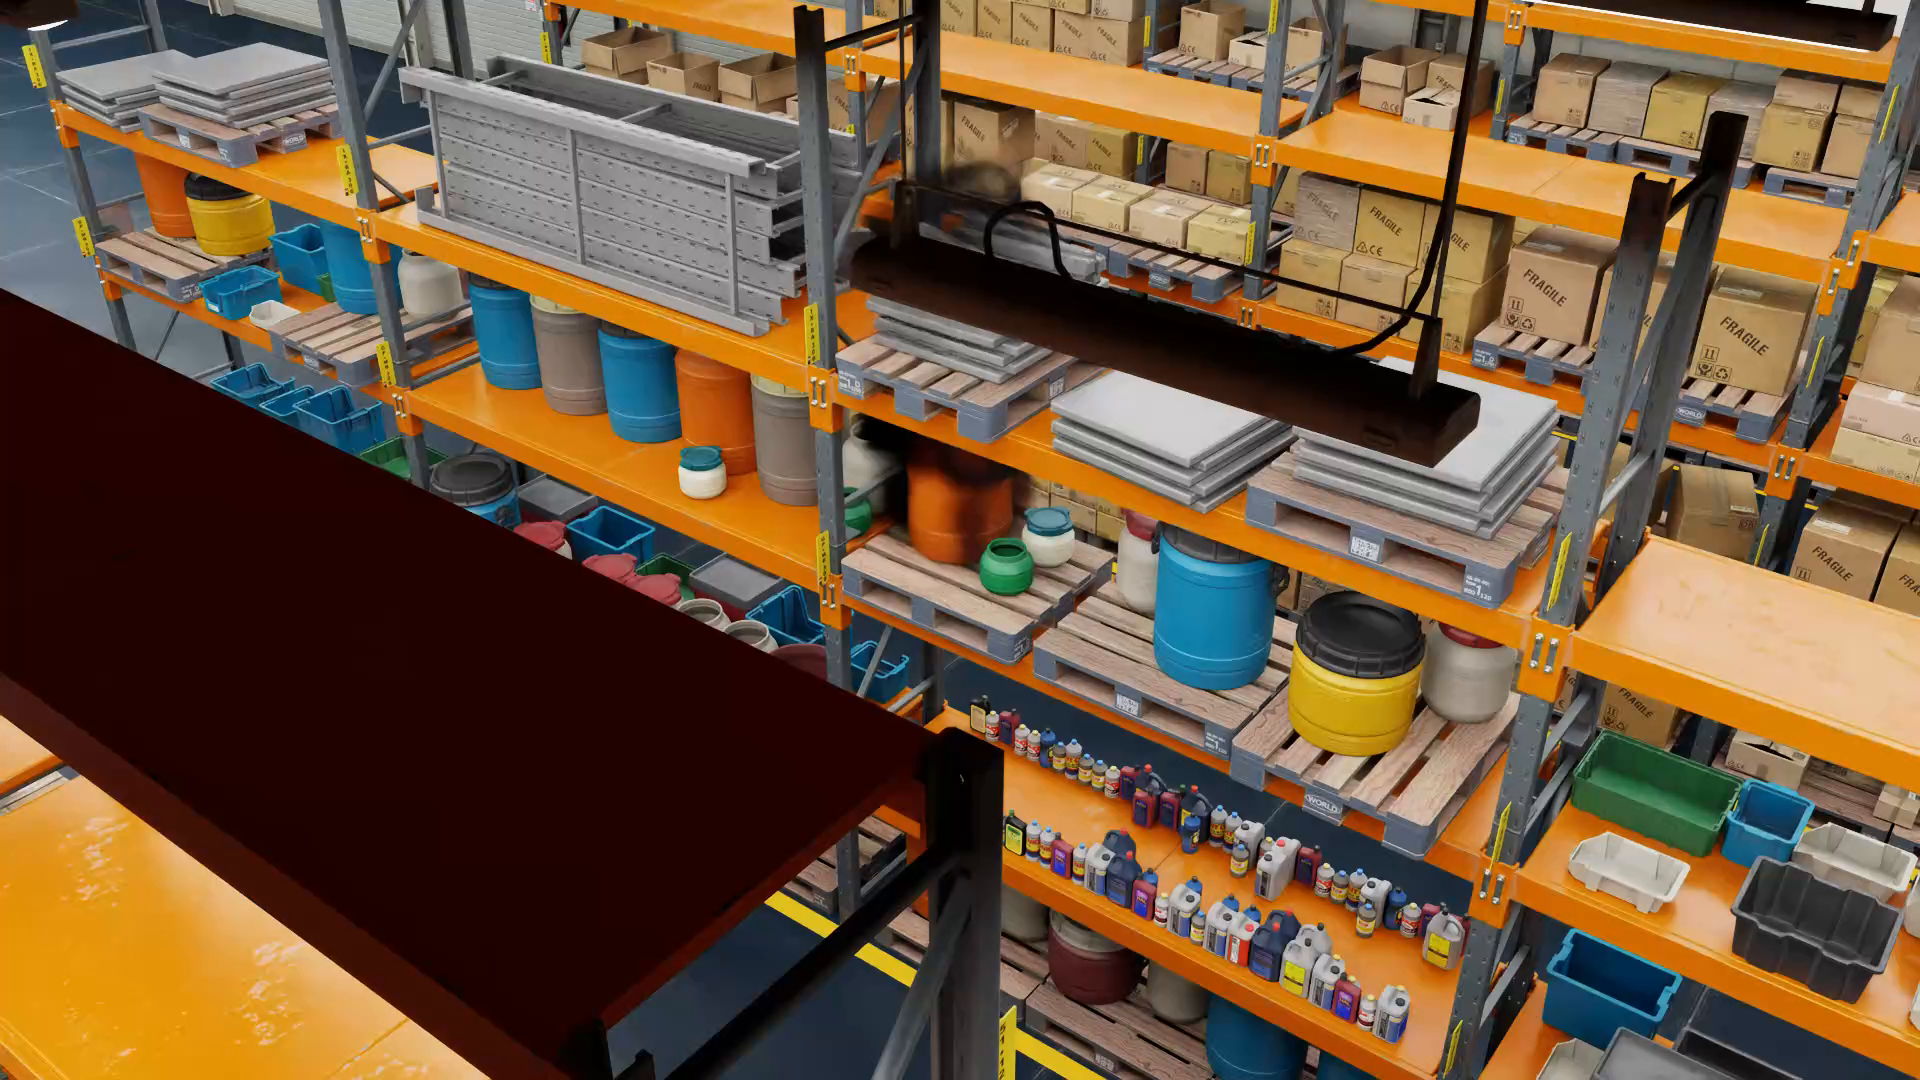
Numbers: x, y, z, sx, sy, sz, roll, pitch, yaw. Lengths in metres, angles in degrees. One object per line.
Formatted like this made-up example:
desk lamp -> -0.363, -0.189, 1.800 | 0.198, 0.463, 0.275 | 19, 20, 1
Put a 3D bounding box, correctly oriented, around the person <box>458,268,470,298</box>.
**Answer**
person -> -5.624, -3.158, 18.906 | 0.986, 1.626, 0.567 | -12, 33, -18
